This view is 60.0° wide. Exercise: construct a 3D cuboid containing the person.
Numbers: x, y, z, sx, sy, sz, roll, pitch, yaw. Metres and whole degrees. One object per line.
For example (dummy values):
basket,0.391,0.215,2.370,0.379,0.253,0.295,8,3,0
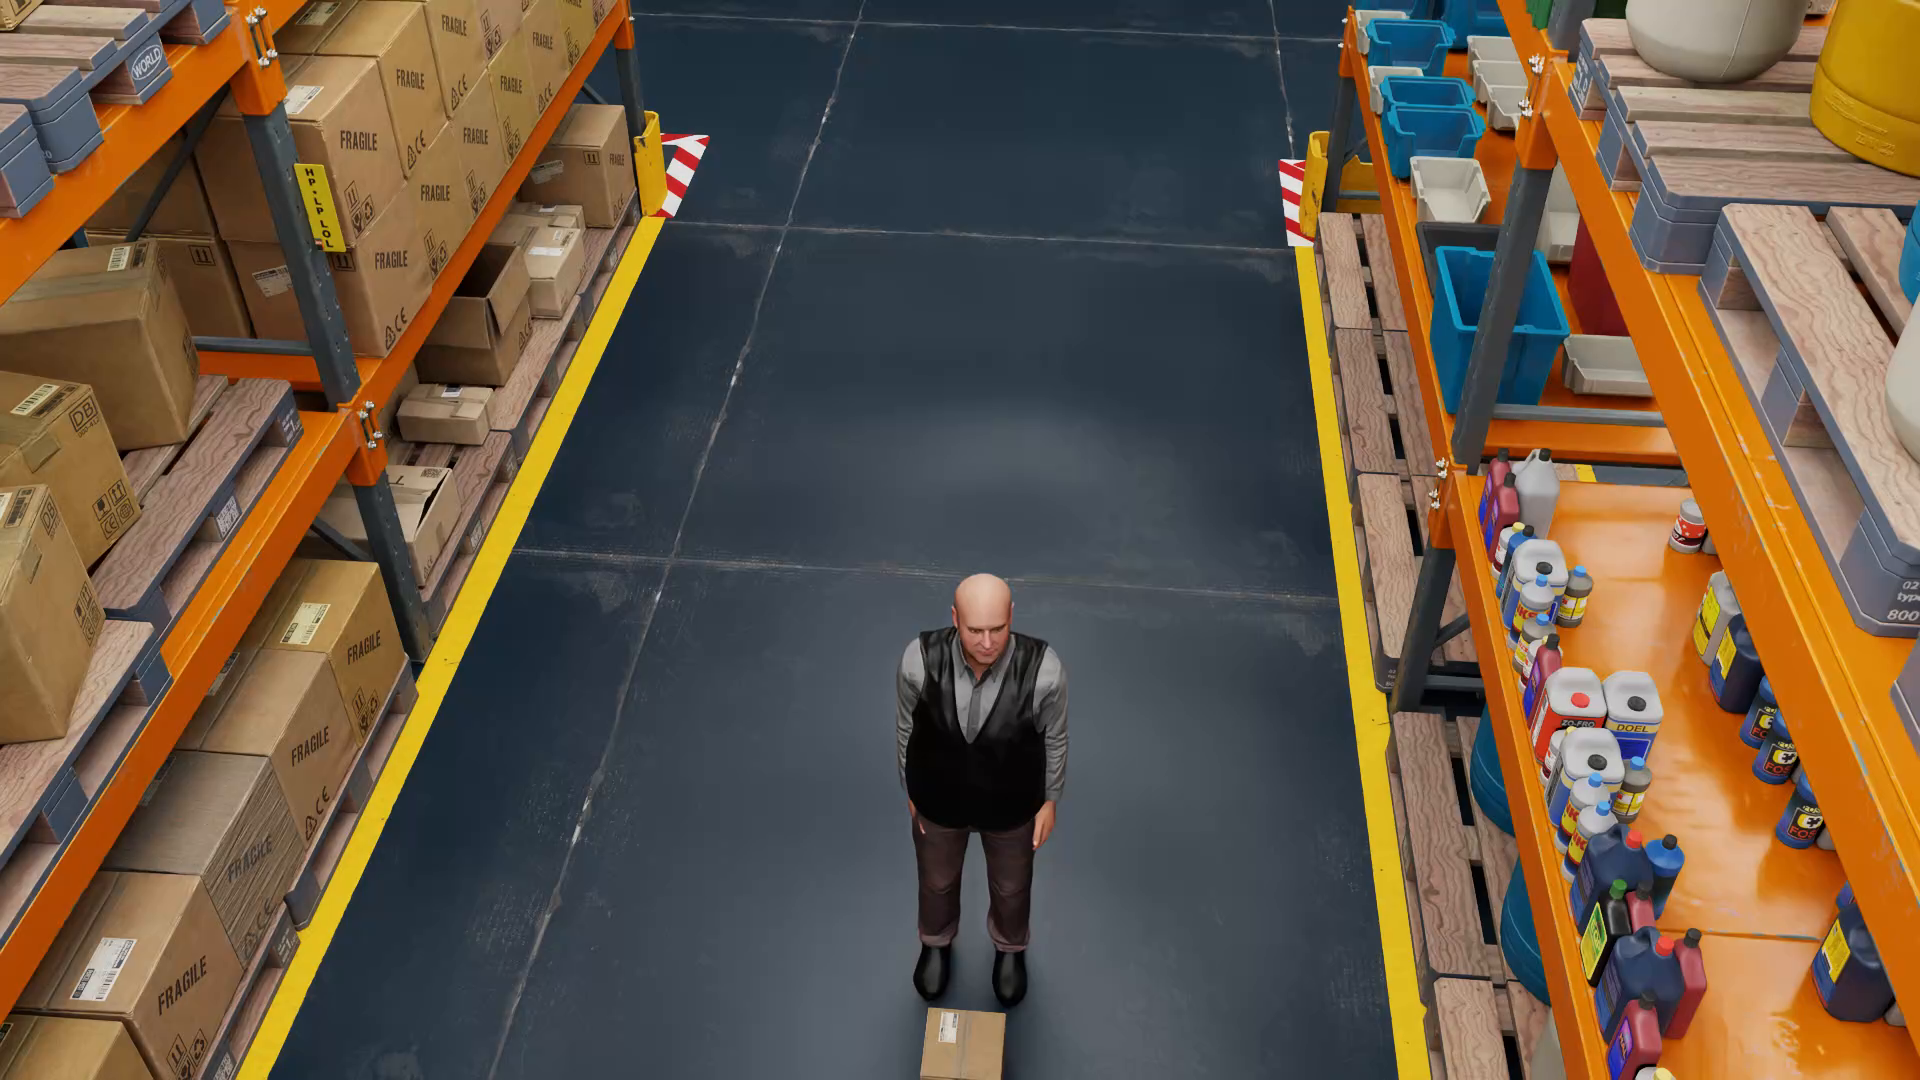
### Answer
person,0.065,0.841,5.232,0.530,1.636,0.359,4,40,5
